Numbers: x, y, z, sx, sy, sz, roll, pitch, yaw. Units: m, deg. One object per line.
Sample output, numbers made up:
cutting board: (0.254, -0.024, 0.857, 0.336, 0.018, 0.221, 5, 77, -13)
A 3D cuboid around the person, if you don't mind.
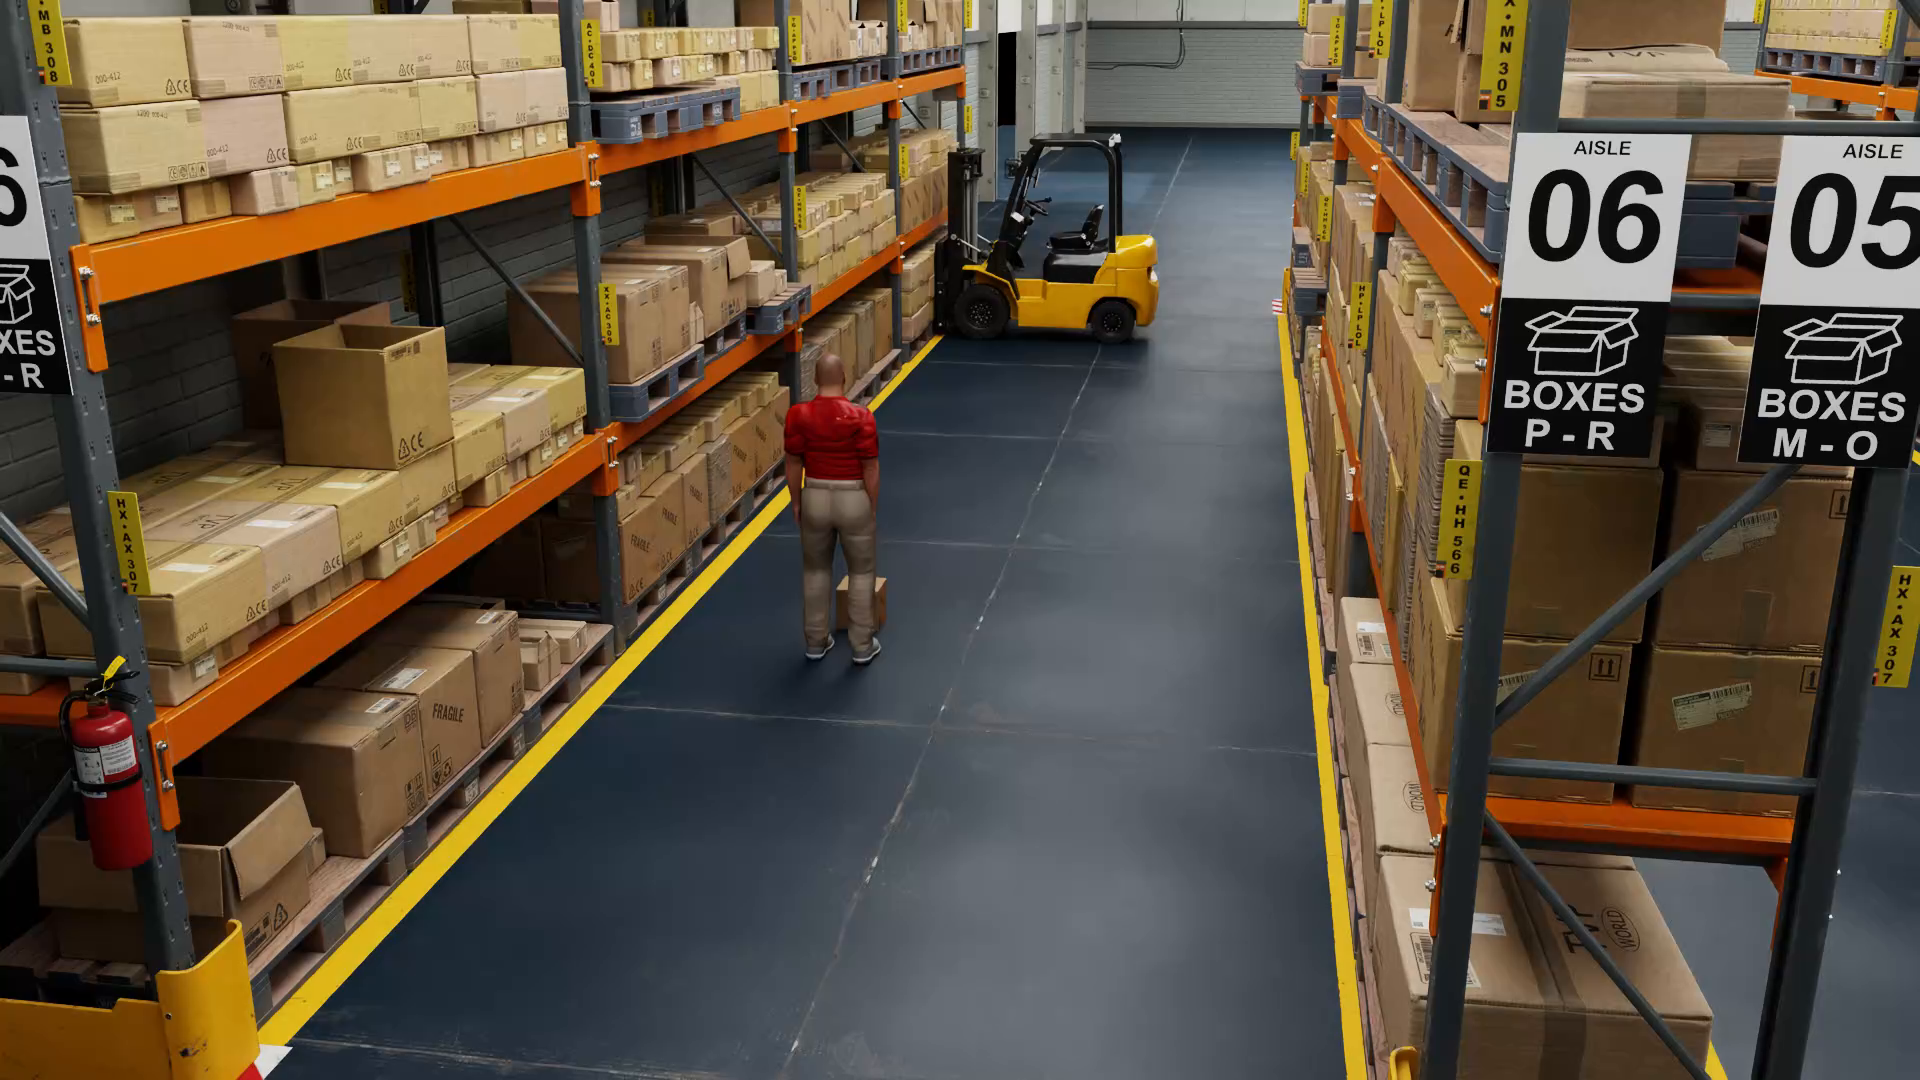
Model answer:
person: (-0.686, -0.178, 9.154, 0.528, 1.721, 0.360, 3, 18, 10)
